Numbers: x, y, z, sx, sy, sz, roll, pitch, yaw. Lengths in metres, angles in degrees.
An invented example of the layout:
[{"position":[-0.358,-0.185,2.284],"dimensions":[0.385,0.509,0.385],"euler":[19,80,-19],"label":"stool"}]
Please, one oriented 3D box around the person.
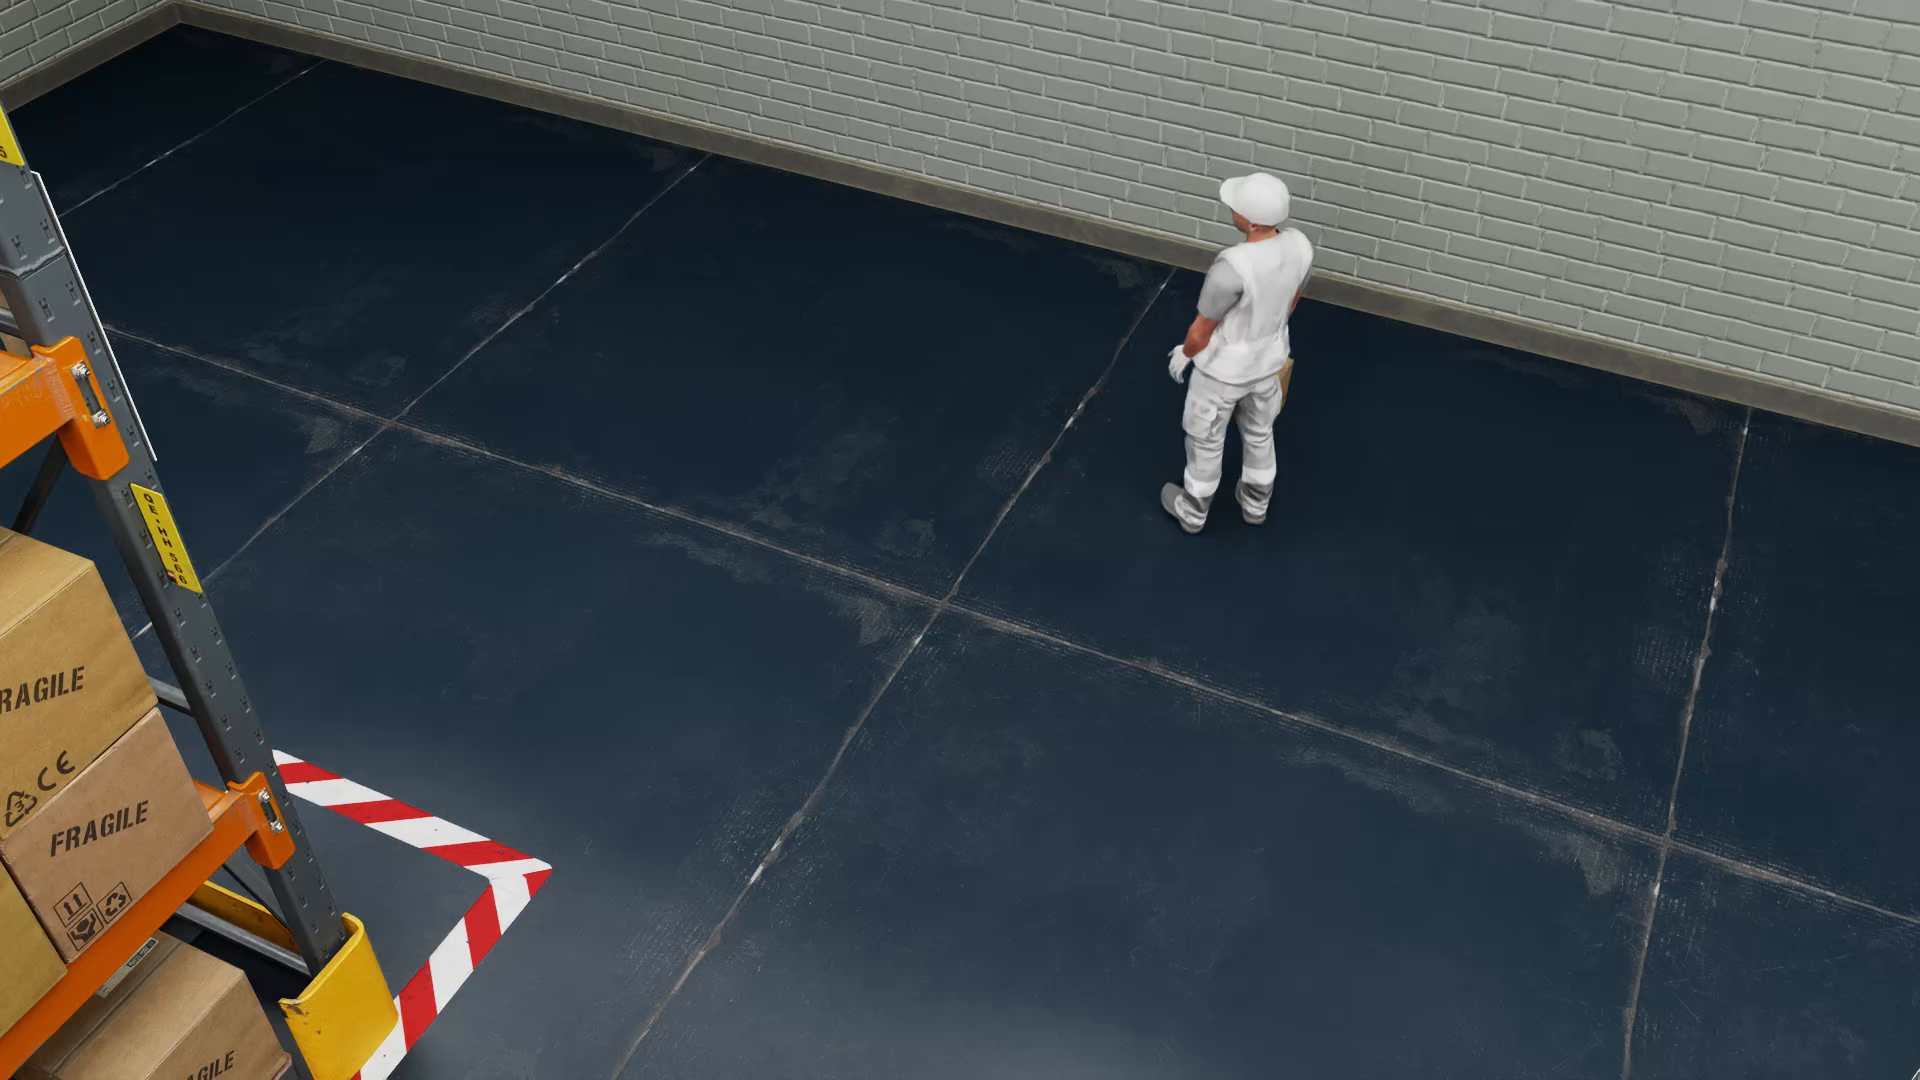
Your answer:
[{"position":[1.155,-0.781,6.983],"dimensions":[0.578,1.797,0.465],"euler":[-22,46,-23],"label":"person"}]
